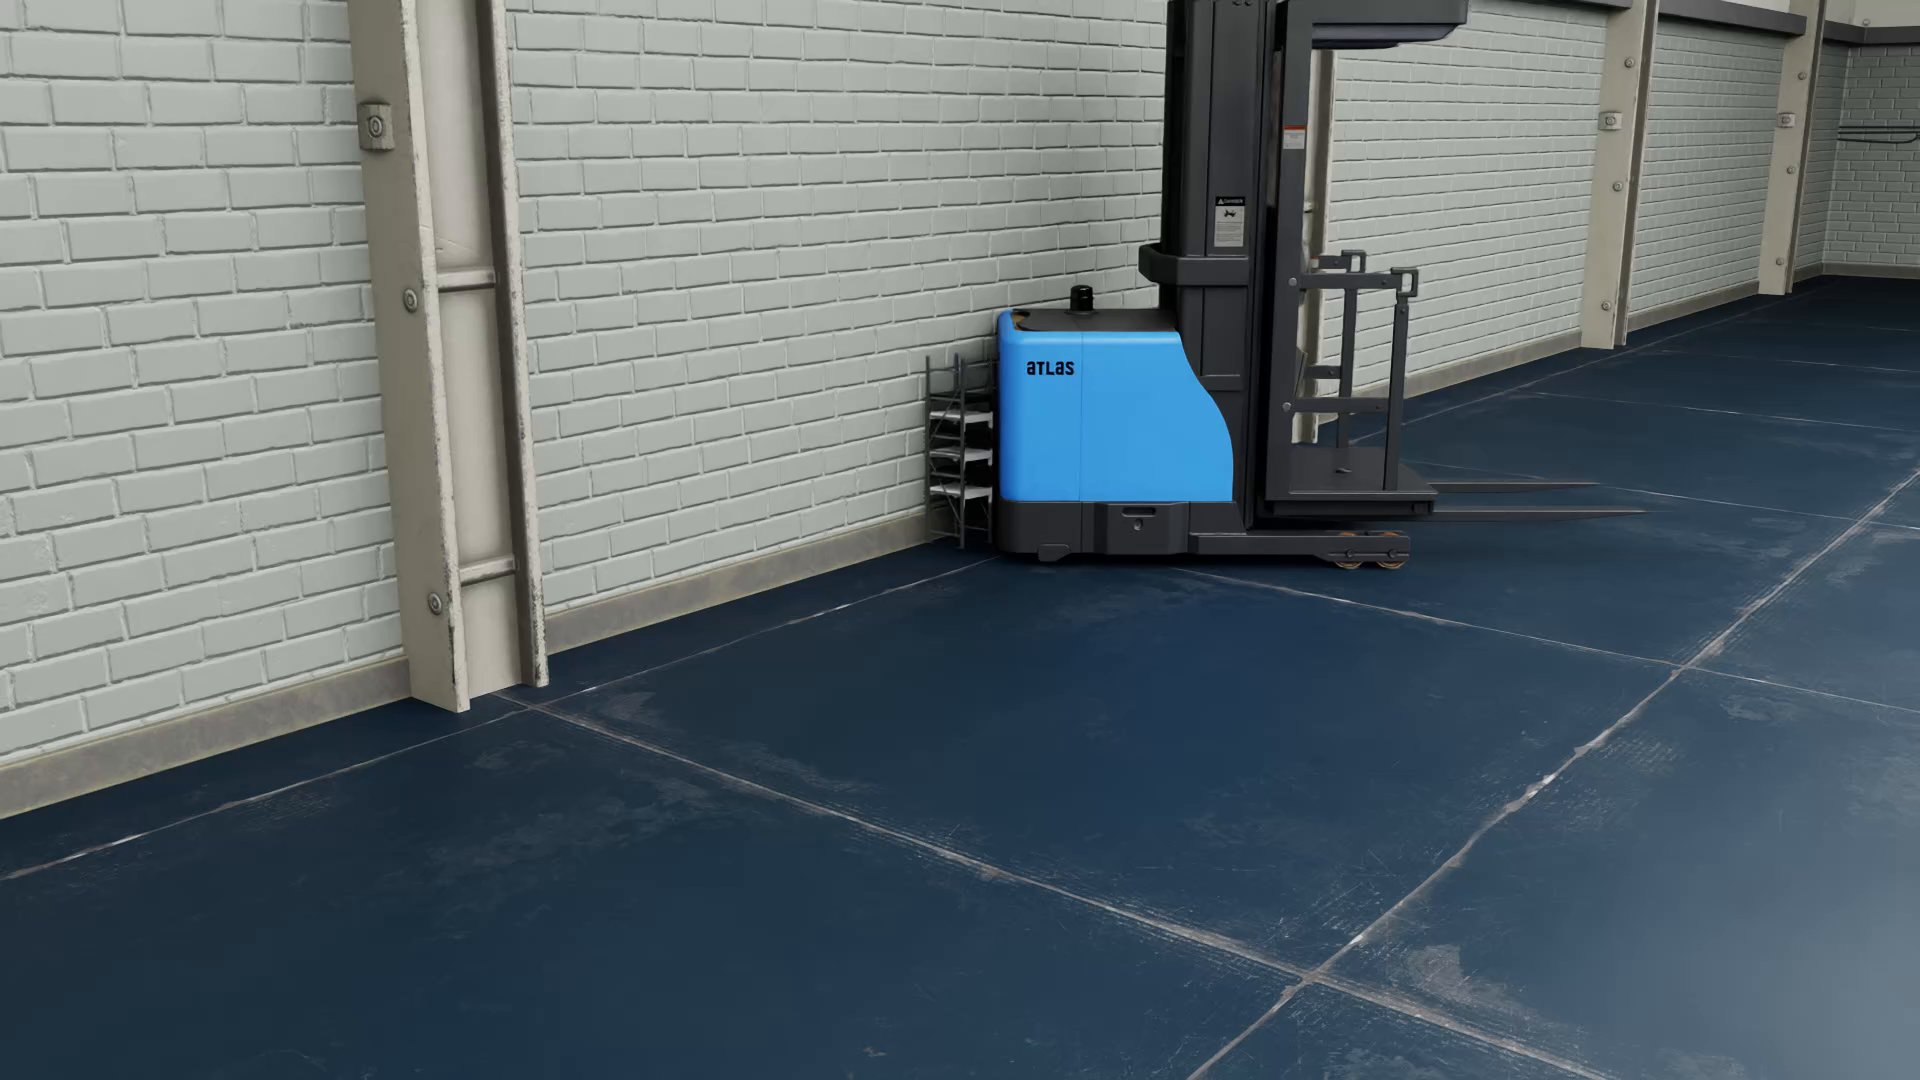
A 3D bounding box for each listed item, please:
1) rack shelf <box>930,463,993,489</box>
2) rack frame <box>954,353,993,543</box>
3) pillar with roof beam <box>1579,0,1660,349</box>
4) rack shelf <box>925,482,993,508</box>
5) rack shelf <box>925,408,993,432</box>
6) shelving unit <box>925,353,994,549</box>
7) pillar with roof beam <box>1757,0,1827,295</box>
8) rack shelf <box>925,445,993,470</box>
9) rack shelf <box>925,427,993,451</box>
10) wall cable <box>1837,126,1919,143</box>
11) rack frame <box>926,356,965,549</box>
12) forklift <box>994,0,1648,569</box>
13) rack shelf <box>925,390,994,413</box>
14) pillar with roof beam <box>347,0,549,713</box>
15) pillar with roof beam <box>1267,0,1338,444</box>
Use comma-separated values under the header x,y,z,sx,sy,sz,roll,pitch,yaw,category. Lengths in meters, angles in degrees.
x,y,z,sx,sy,sz,roll,pitch,yaw,category
-0.005,-0.306,7.962,0.258,0.077,0.200,9,14,41,rack shelf
0.063,-0.442,8.014,0.240,0.900,0.006,9,14,41,rack frame
9.152,-5.456,11.322,9.100,9.000,0.400,11,18,38,pillar with roof beam
-0.005,-0.218,7.978,0.258,0.077,0.200,9,14,41,rack shelf
-0.004,-0.572,7.912,0.258,0.077,0.200,9,14,41,rack shelf
-0.004,-0.428,7.939,0.258,0.900,0.210,9,14,41,shelving unit
12.924,-6.605,15.845,9.100,9.000,0.400,11,18,38,pillar with roof beam
-0.004,-0.395,7.945,0.258,0.077,0.200,9,14,41,rack shelf
-0.004,-0.483,7.928,0.258,0.077,0.200,9,14,41,rack shelf
12.455,-6.125,20.265,3.097,2.526,0.112,11,18,38,wall cable
-0.071,-0.414,7.864,0.240,0.900,0.006,9,14,41,rack frame
1.690,-1.419,7.757,3.031,2.935,1.130,0,14,0,forklift
-0.003,-0.660,7.895,0.258,0.077,0.200,9,14,41,rack shelf
1.610,-3.157,2.275,9.100,9.000,0.400,11,18,38,pillar with roof beam
5.381,-4.306,6.799,9.100,9.000,0.400,11,18,38,pillar with roof beam
